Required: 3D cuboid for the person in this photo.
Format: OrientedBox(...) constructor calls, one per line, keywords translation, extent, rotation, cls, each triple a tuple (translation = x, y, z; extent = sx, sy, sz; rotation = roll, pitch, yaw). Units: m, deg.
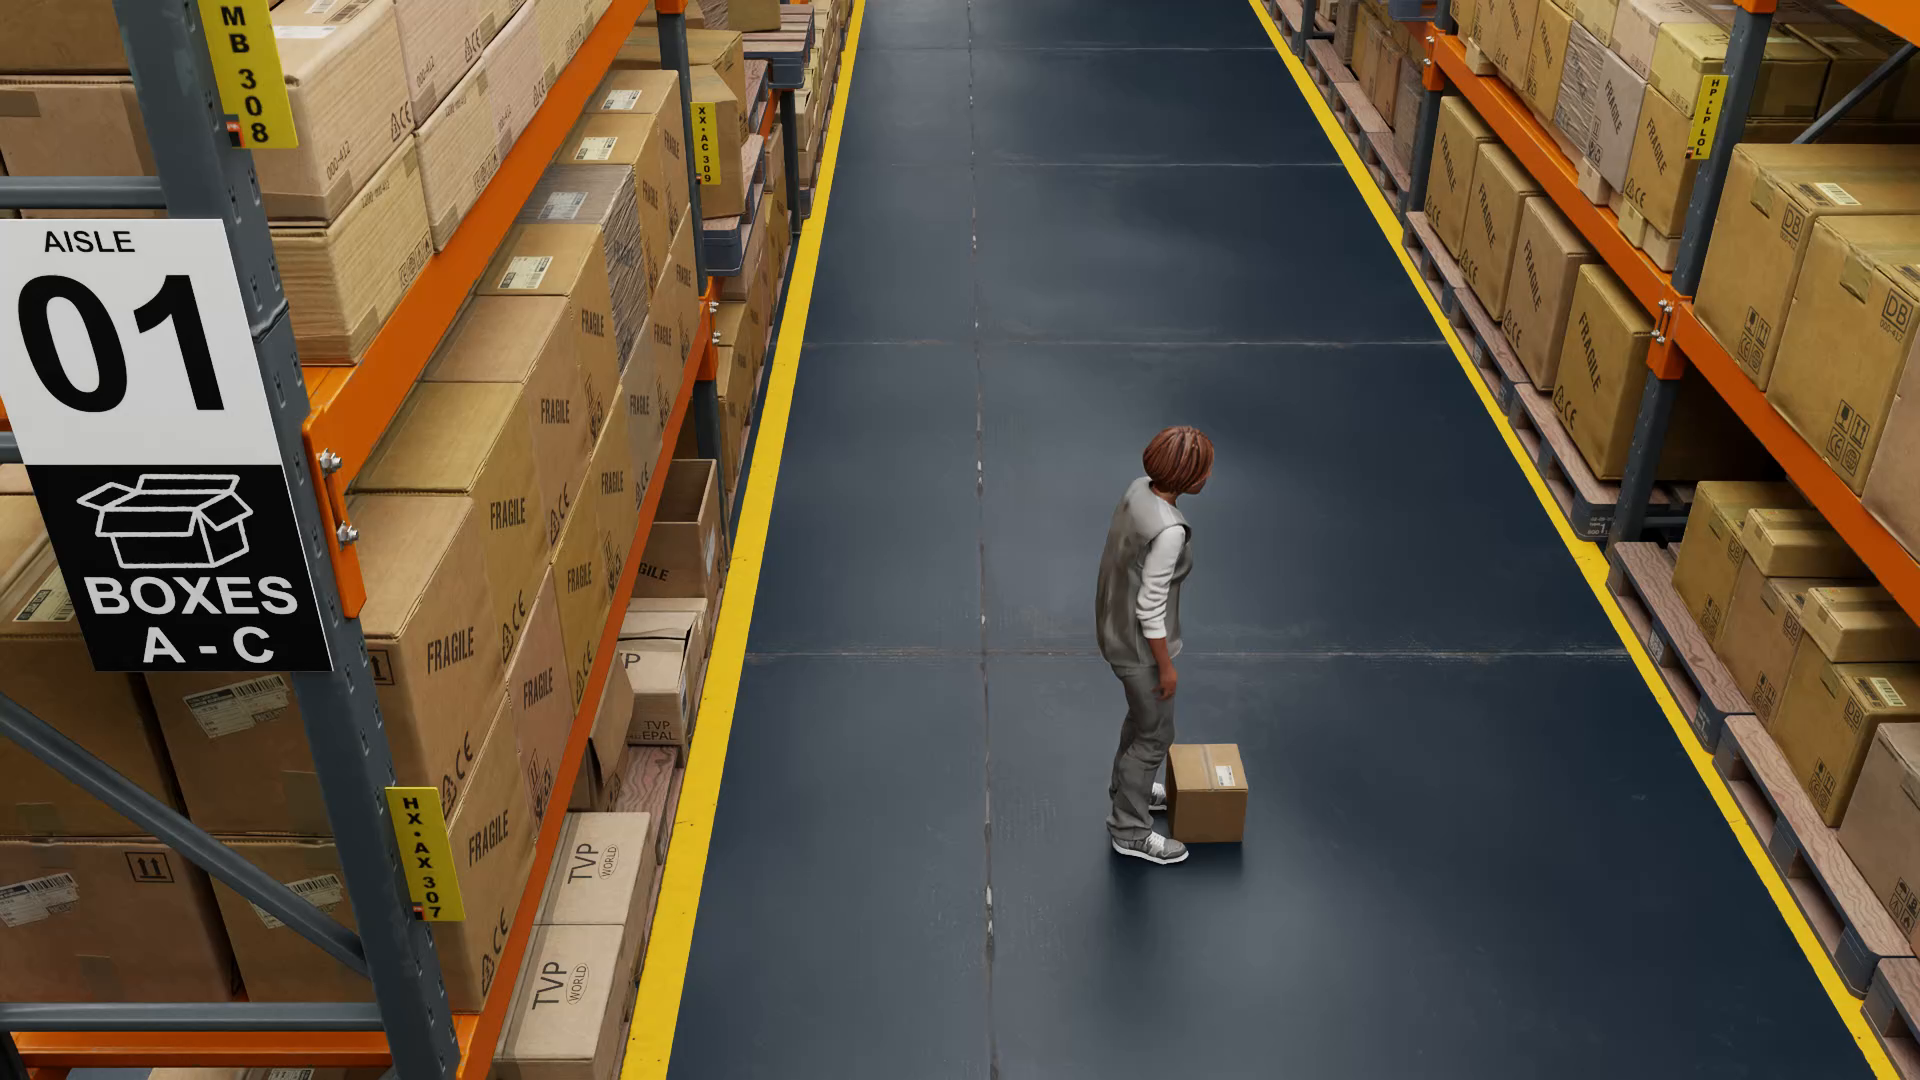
OrientedBox(translation=(0.648, 0.347, 5.602), extent=(0.378, 1.580, 0.481), rotation=(-2, 32, -3), cls="person")
